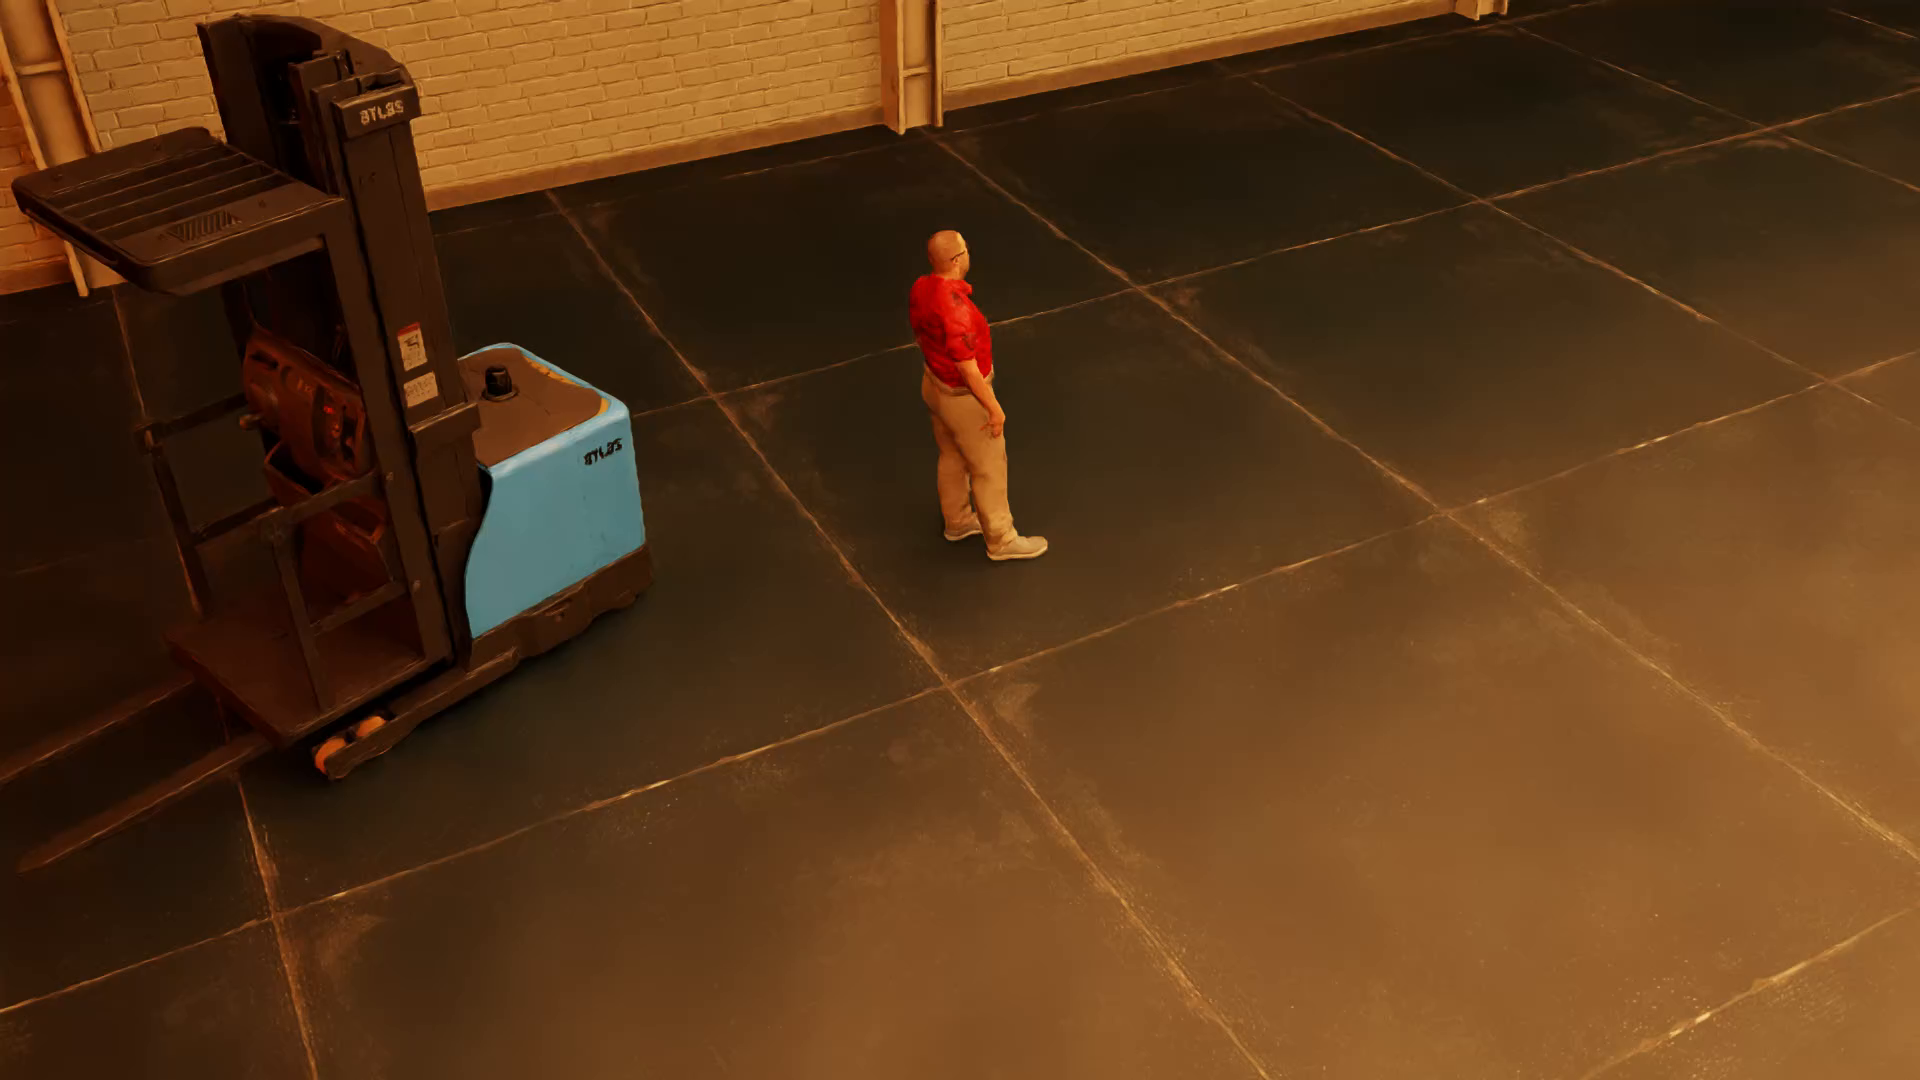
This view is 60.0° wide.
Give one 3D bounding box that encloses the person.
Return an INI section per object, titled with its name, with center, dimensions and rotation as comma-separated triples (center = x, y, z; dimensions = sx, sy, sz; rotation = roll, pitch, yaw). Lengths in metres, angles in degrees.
[person]
center = 0.085, -0.730, 8.185
dimensions = 0.550, 1.726, 0.640
rotation = -17, 39, -23

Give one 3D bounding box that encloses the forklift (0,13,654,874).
[forklift]
center = -2.878, -0.500, 6.830
dimensions = 1.130, 2.935, 3.031
rotation = 27, 44, 33
